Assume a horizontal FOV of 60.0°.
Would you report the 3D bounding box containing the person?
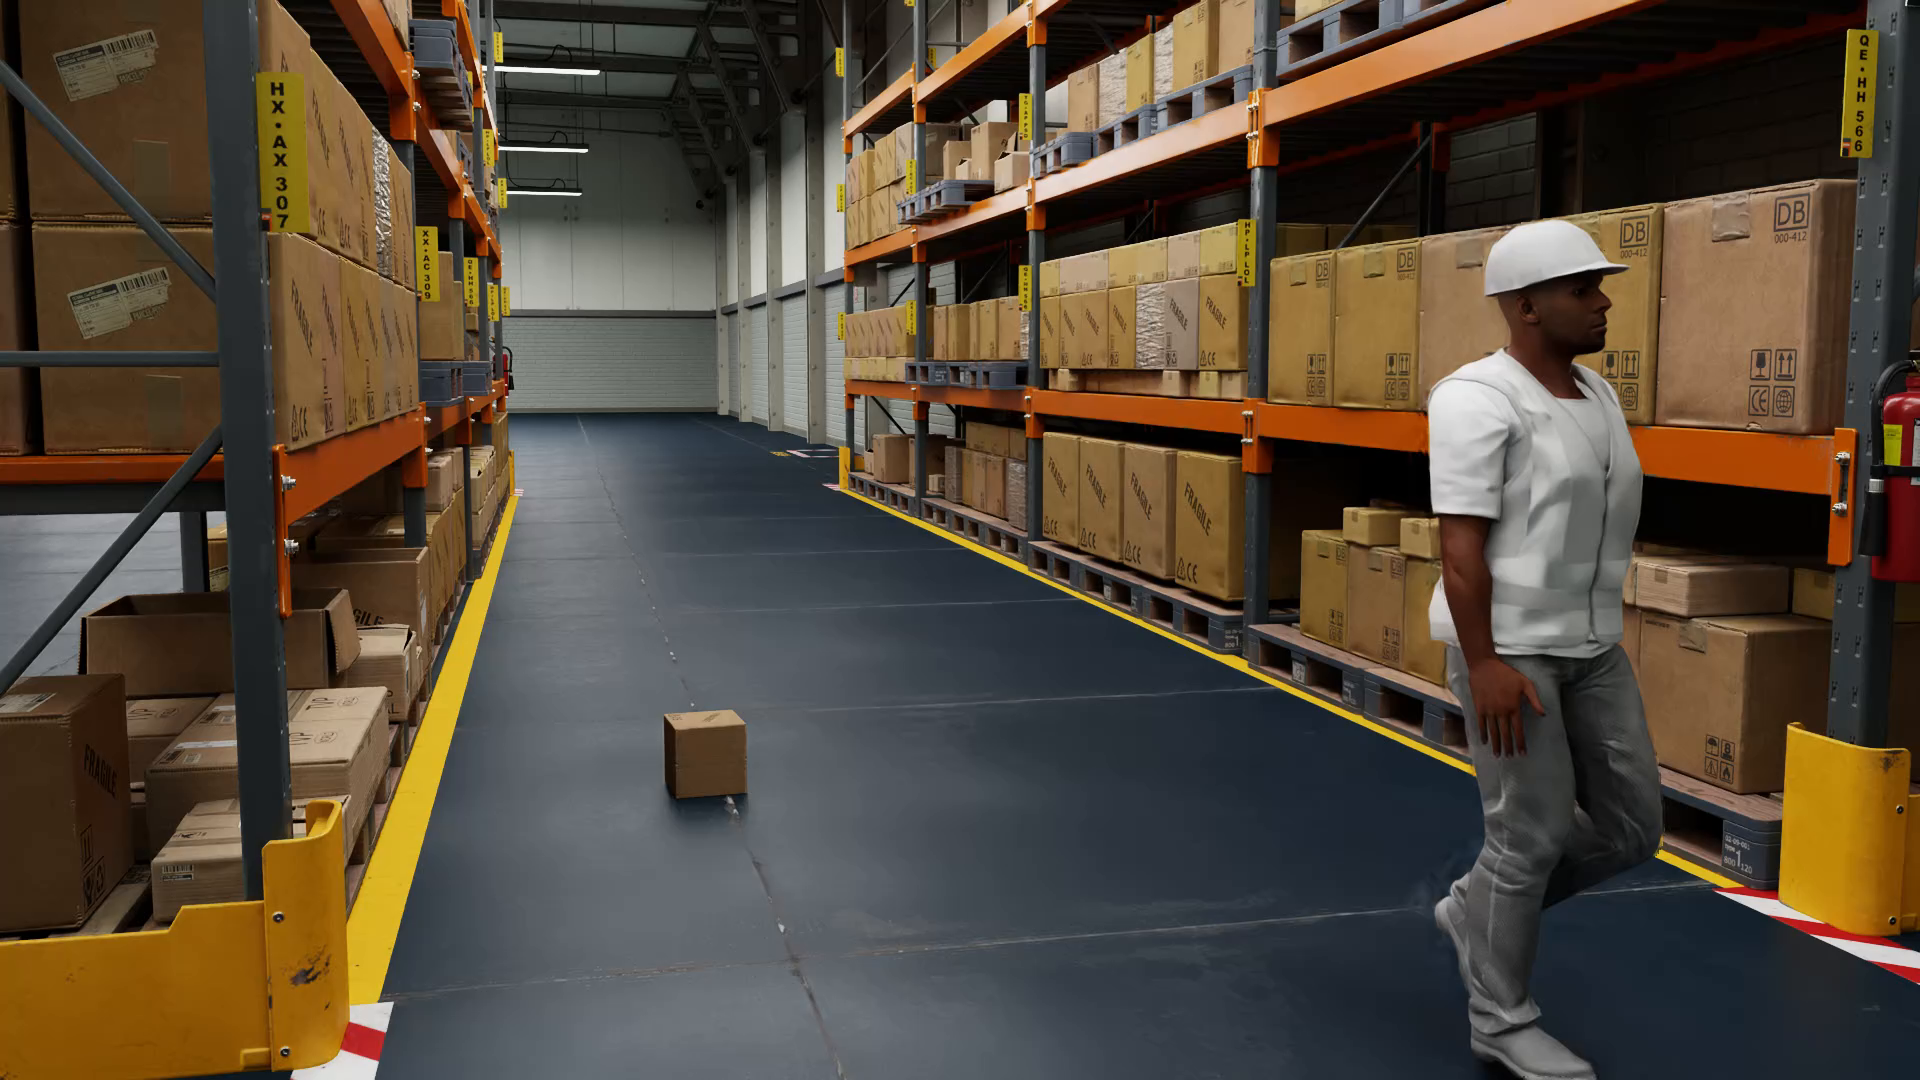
[{"bbox_3d":[1.192,0.223,3.501,0.590,1.758,0.510,-4,7,-35],"label":"person"}]
